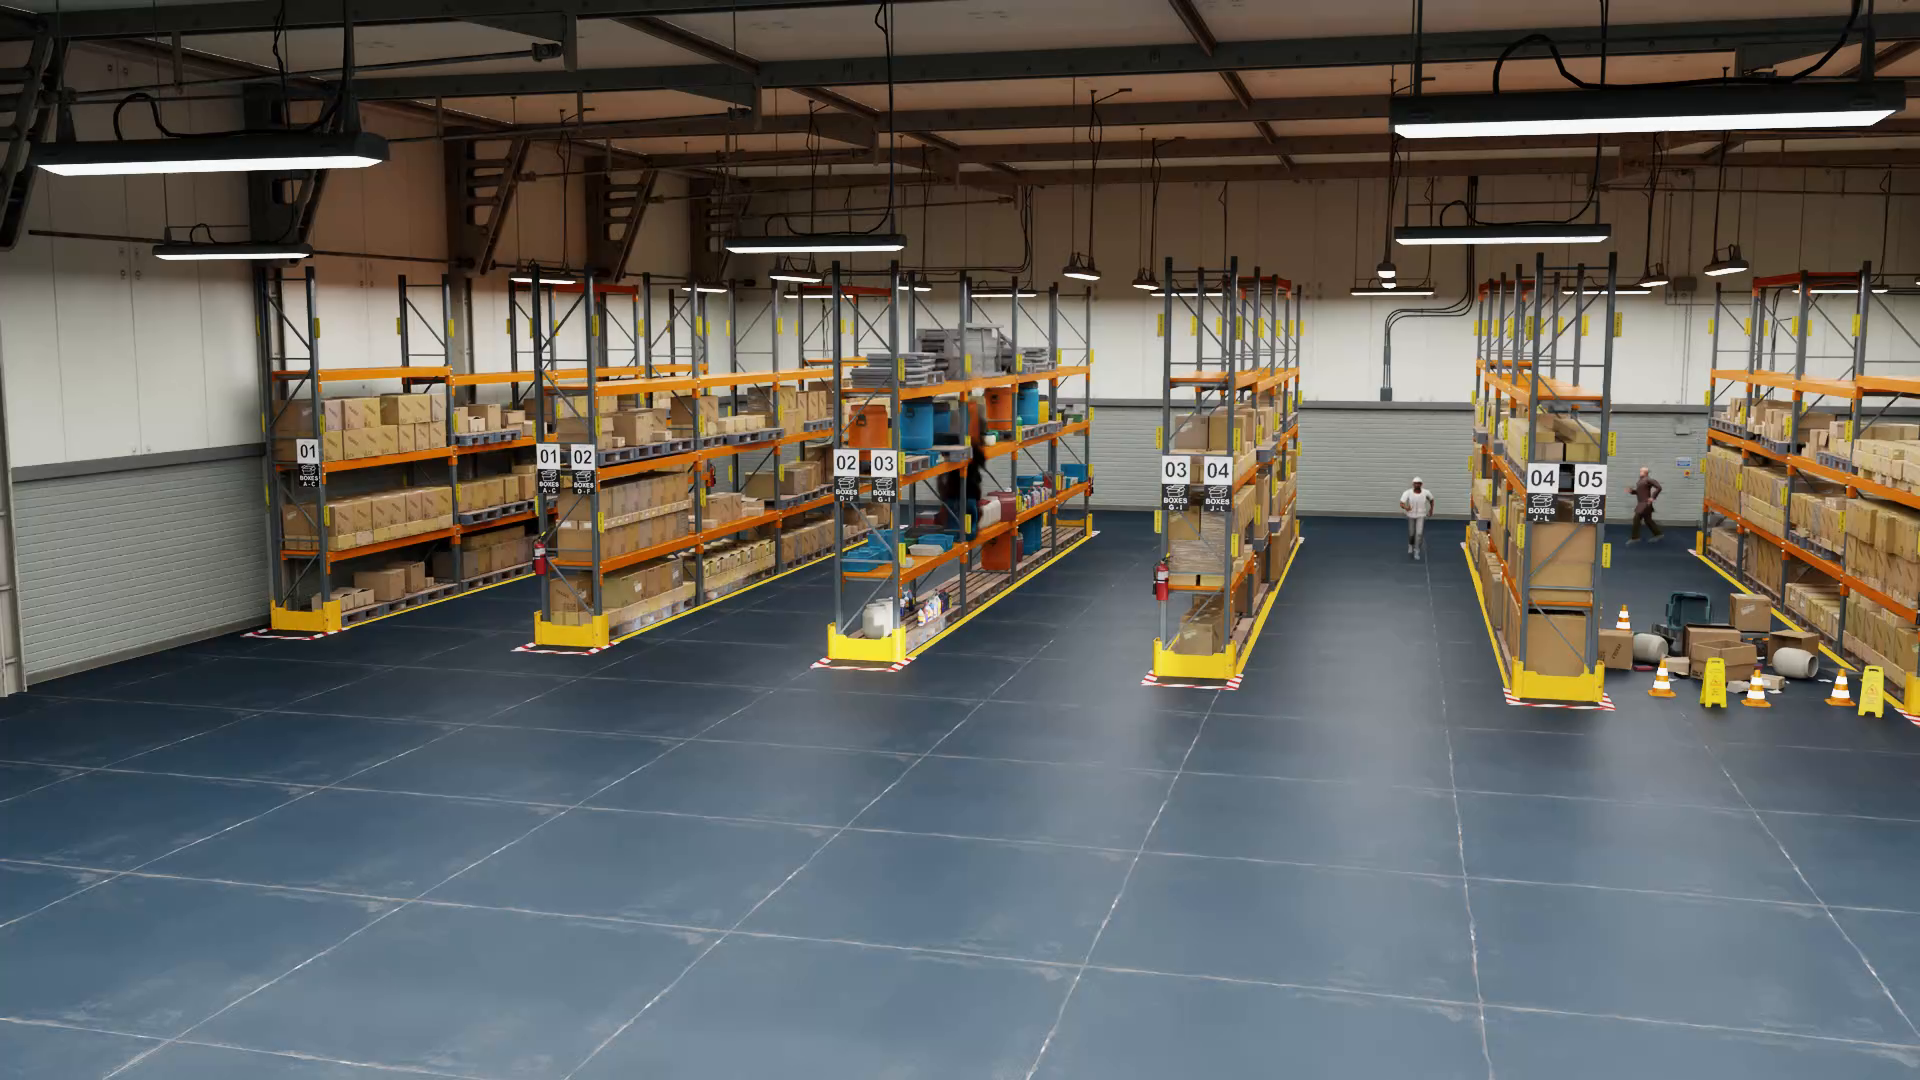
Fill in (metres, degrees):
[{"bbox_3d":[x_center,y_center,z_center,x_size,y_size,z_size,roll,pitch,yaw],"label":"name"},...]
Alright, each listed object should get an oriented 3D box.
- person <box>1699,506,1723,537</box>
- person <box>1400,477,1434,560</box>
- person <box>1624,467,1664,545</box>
[{"bbox_3d":[17.227,-0.625,38.052,0.553,1.626,0.629,5,9,37],"label":"person"},{"bbox_3d":[10.005,-0.500,36.451,0.724,1.780,0.870,2,8,15],"label":"person"},{"bbox_3d":[15.927,-0.687,38.643,0.952,1.629,0.654,1,7,8],"label":"person"}]
